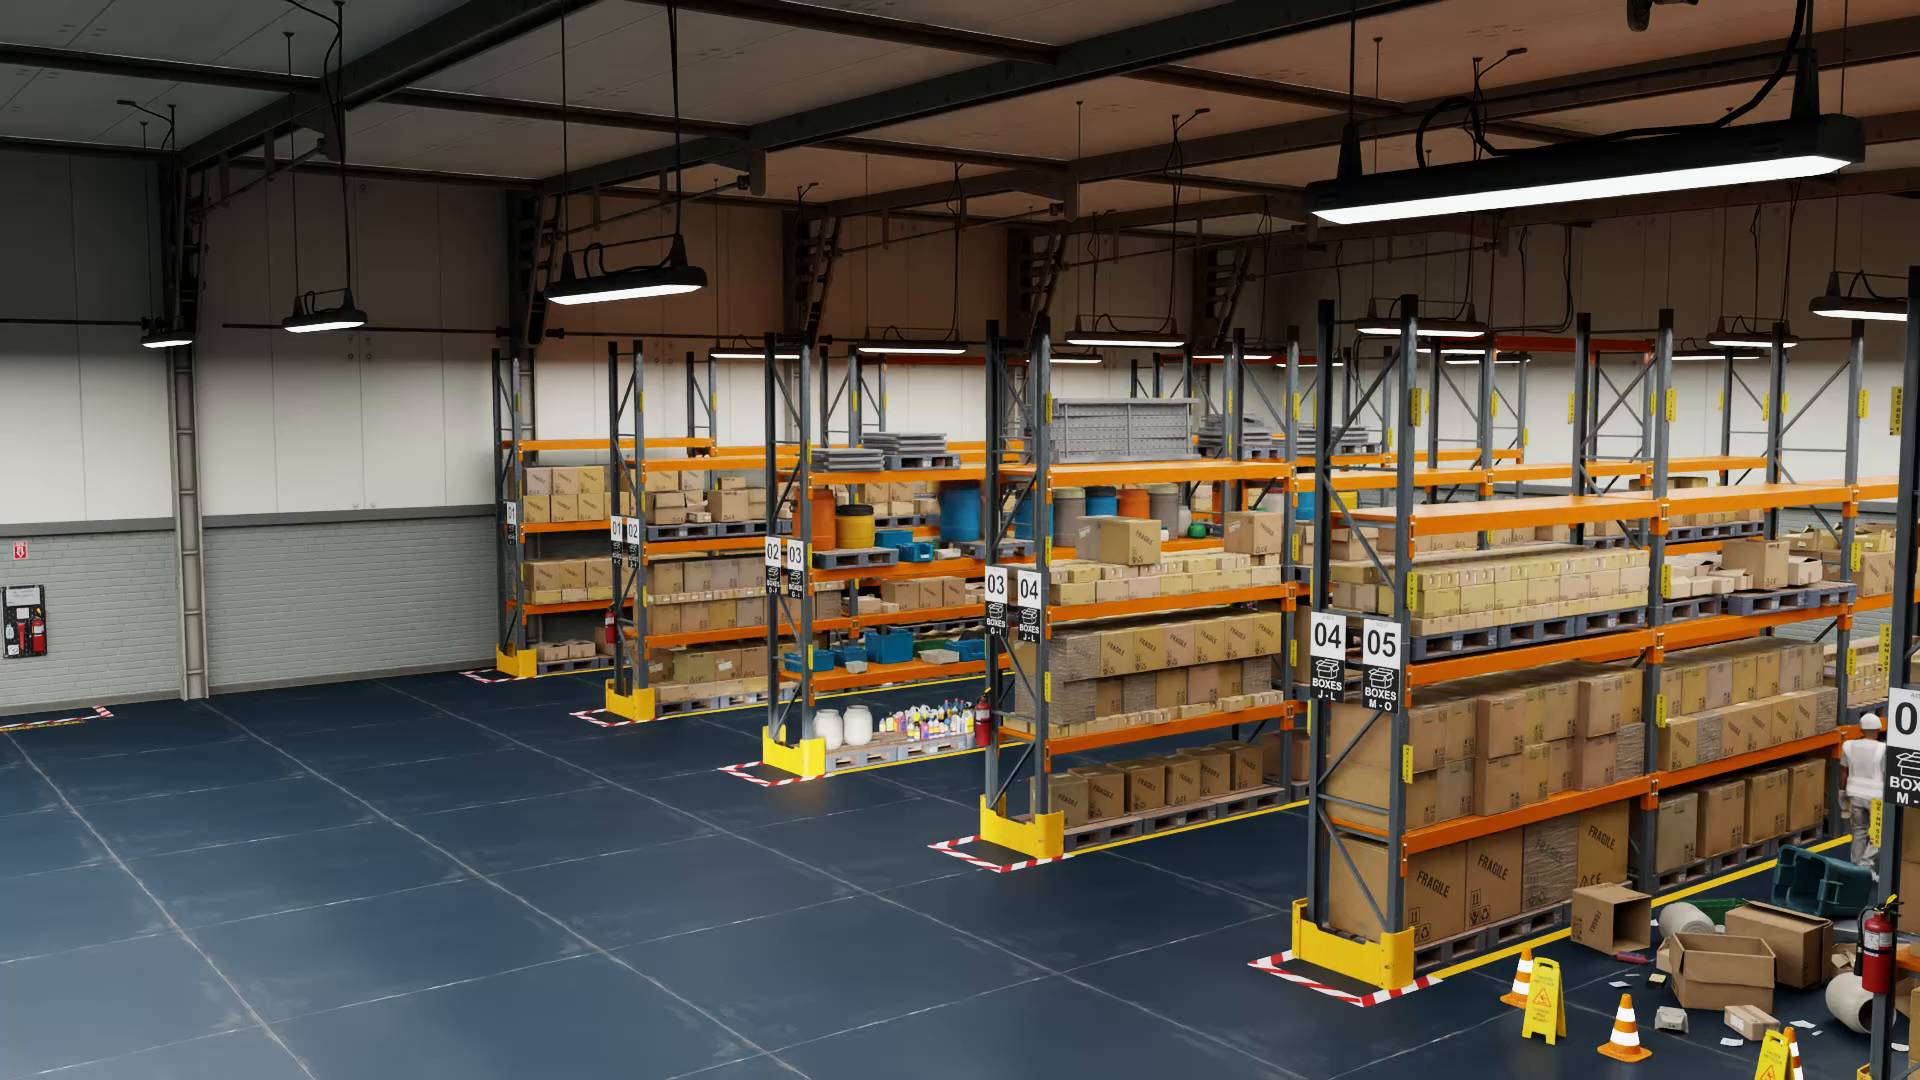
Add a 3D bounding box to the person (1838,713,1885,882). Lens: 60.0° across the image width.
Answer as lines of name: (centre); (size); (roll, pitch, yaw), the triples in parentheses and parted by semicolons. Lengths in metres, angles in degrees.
person: (9.624, 2.734, 17.652); (0.553, 1.783, 0.583); (-4, 6, -36)
